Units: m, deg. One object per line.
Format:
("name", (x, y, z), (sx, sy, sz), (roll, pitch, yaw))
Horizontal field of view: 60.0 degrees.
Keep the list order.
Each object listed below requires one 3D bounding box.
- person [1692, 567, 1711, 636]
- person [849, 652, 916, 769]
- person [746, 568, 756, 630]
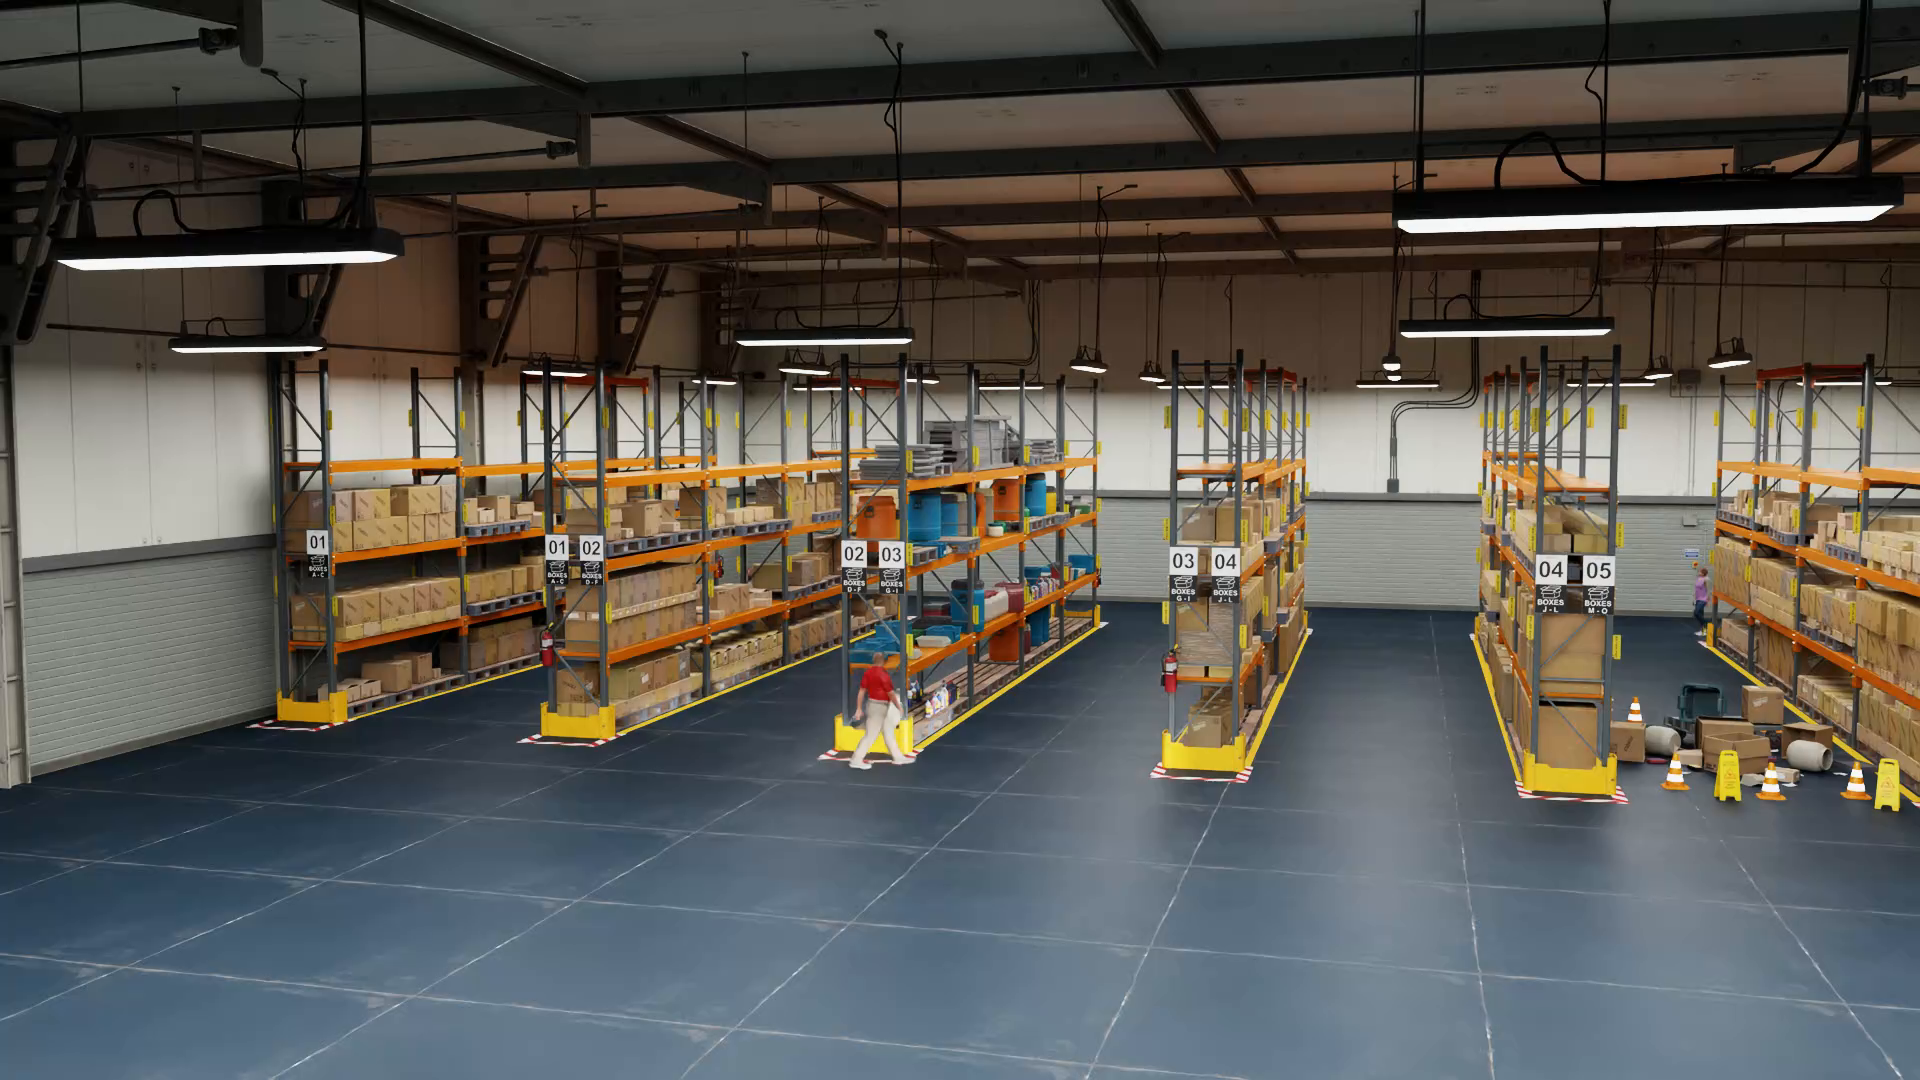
("person", (17.181, 1.432, 38.559), (0.402, 1.563, 0.399), (0, 4, 2))
("person", (-1.099, 2.430, 23.835), (1.017, 1.670, 0.472), (-1, 4, -14))
("person", (-4.940, 1.428, 39.034), (0.562, 1.590, 0.648), (2, 4, 20))
